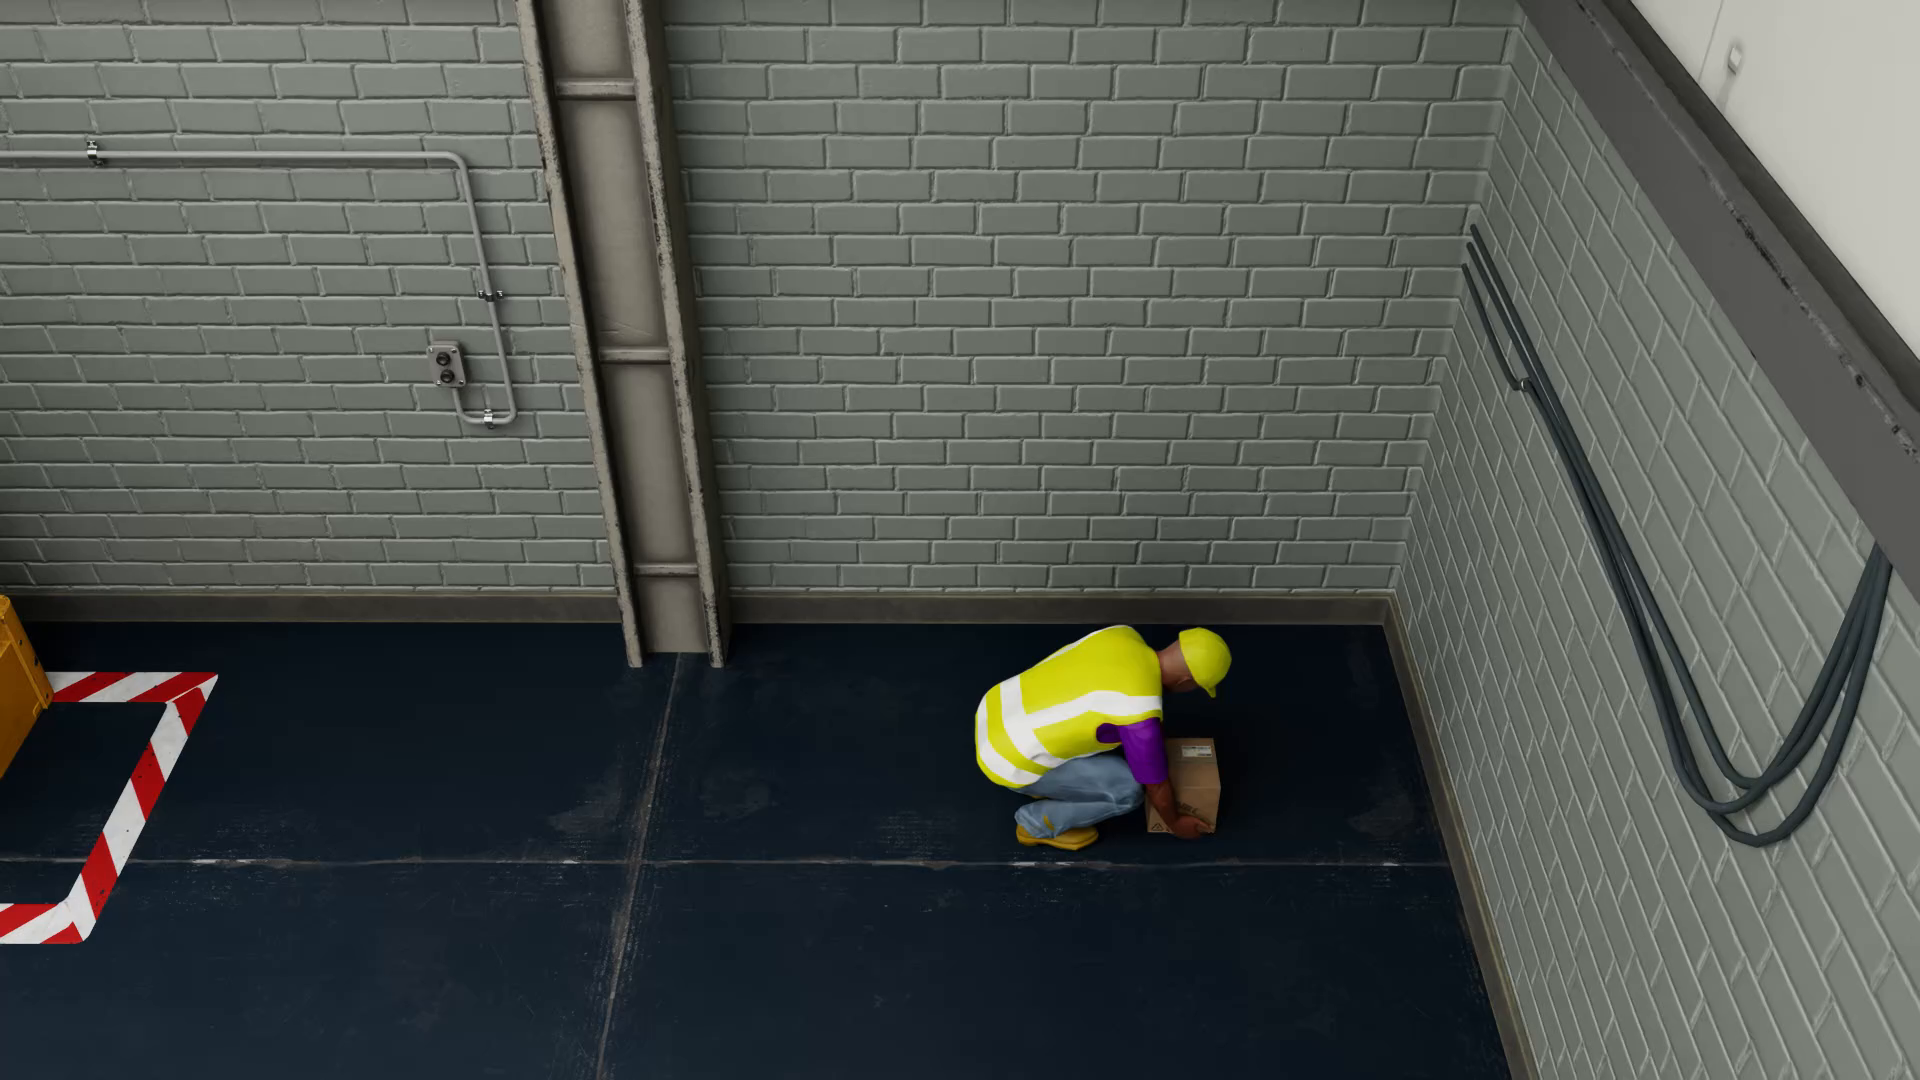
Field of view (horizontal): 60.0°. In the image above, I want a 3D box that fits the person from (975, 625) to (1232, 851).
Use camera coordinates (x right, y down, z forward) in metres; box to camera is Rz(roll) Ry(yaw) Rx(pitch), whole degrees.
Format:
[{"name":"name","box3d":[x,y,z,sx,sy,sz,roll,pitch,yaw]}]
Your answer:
[{"name":"person","box3d":[0.511,0.695,6.057,0.896,0.892,0.558,0,39,0]}]
